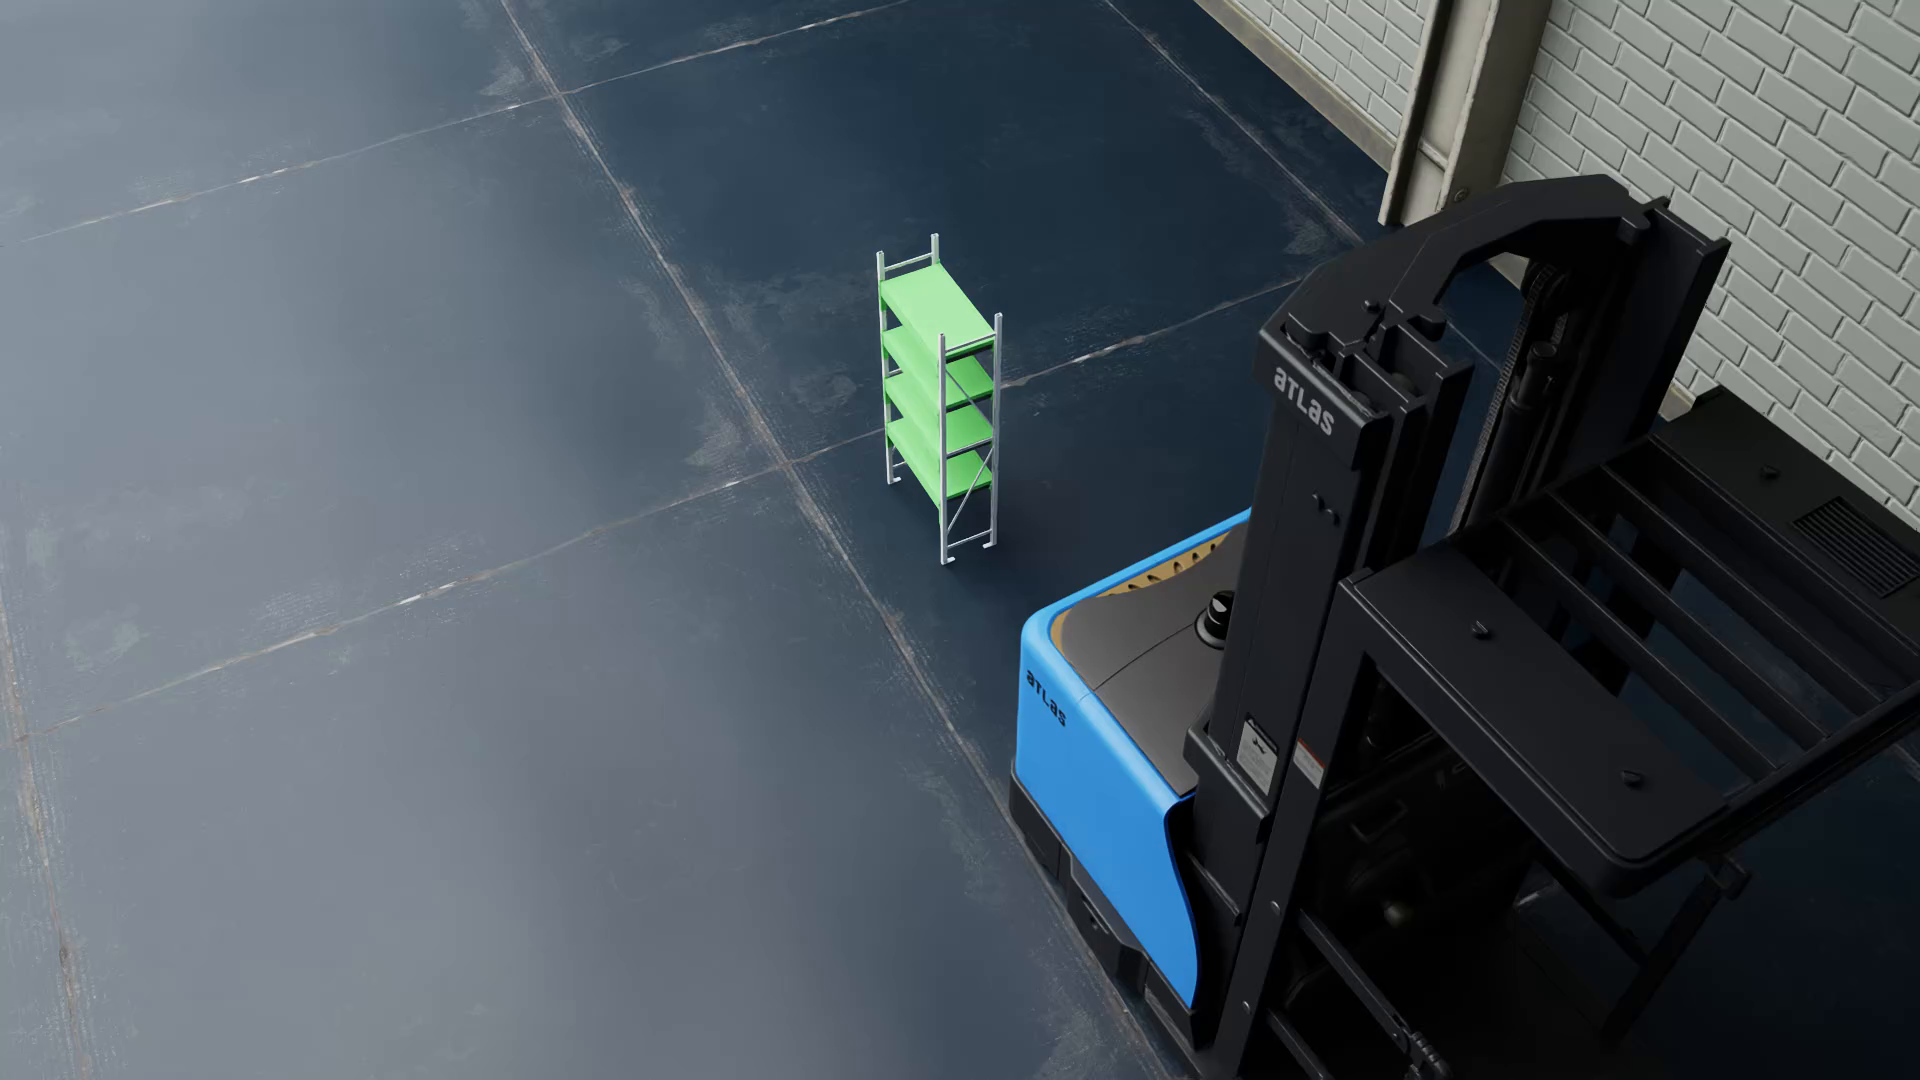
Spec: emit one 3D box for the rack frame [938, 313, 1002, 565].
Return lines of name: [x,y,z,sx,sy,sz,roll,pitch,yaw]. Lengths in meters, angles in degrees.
rack frame: [0.036,-0.342,6.145,0.240,1.200,0.015,-21,52,-18]

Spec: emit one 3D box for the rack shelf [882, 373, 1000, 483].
rack shelf: [-0.076,-0.464,6.336,0.258,0.148,0.480,-21,52,-18]

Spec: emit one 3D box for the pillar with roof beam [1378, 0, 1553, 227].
pillar with roof beam: [-1.598,-2.940,3.235,9.100,9.000,0.400,-21,52,-18]

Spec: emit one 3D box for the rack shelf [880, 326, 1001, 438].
rack shelf: [-0.076,-0.622,6.155,0.258,0.148,0.480,-21,52,-18]

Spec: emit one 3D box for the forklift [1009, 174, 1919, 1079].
forklift: [1.365,0.742,4.046,1.130,2.935,3.031,-25,53,-20]

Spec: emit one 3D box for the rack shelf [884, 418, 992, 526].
rack shelf: [-0.076,-0.306,6.517,0.258,0.148,0.480,-21,52,-18]

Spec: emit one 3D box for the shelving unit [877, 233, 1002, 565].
shelving unit: [-0.076,-0.506,6.288,0.258,1.200,0.503,-21,52,-18]

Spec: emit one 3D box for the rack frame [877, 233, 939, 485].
rack frame: [-0.187,-0.669,6.431,0.240,1.200,0.015,-21,52,-18]

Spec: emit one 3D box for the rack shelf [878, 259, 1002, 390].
rack shelf: [-0.076,-0.780,5.975,0.258,0.148,0.480,-21,52,-18]
